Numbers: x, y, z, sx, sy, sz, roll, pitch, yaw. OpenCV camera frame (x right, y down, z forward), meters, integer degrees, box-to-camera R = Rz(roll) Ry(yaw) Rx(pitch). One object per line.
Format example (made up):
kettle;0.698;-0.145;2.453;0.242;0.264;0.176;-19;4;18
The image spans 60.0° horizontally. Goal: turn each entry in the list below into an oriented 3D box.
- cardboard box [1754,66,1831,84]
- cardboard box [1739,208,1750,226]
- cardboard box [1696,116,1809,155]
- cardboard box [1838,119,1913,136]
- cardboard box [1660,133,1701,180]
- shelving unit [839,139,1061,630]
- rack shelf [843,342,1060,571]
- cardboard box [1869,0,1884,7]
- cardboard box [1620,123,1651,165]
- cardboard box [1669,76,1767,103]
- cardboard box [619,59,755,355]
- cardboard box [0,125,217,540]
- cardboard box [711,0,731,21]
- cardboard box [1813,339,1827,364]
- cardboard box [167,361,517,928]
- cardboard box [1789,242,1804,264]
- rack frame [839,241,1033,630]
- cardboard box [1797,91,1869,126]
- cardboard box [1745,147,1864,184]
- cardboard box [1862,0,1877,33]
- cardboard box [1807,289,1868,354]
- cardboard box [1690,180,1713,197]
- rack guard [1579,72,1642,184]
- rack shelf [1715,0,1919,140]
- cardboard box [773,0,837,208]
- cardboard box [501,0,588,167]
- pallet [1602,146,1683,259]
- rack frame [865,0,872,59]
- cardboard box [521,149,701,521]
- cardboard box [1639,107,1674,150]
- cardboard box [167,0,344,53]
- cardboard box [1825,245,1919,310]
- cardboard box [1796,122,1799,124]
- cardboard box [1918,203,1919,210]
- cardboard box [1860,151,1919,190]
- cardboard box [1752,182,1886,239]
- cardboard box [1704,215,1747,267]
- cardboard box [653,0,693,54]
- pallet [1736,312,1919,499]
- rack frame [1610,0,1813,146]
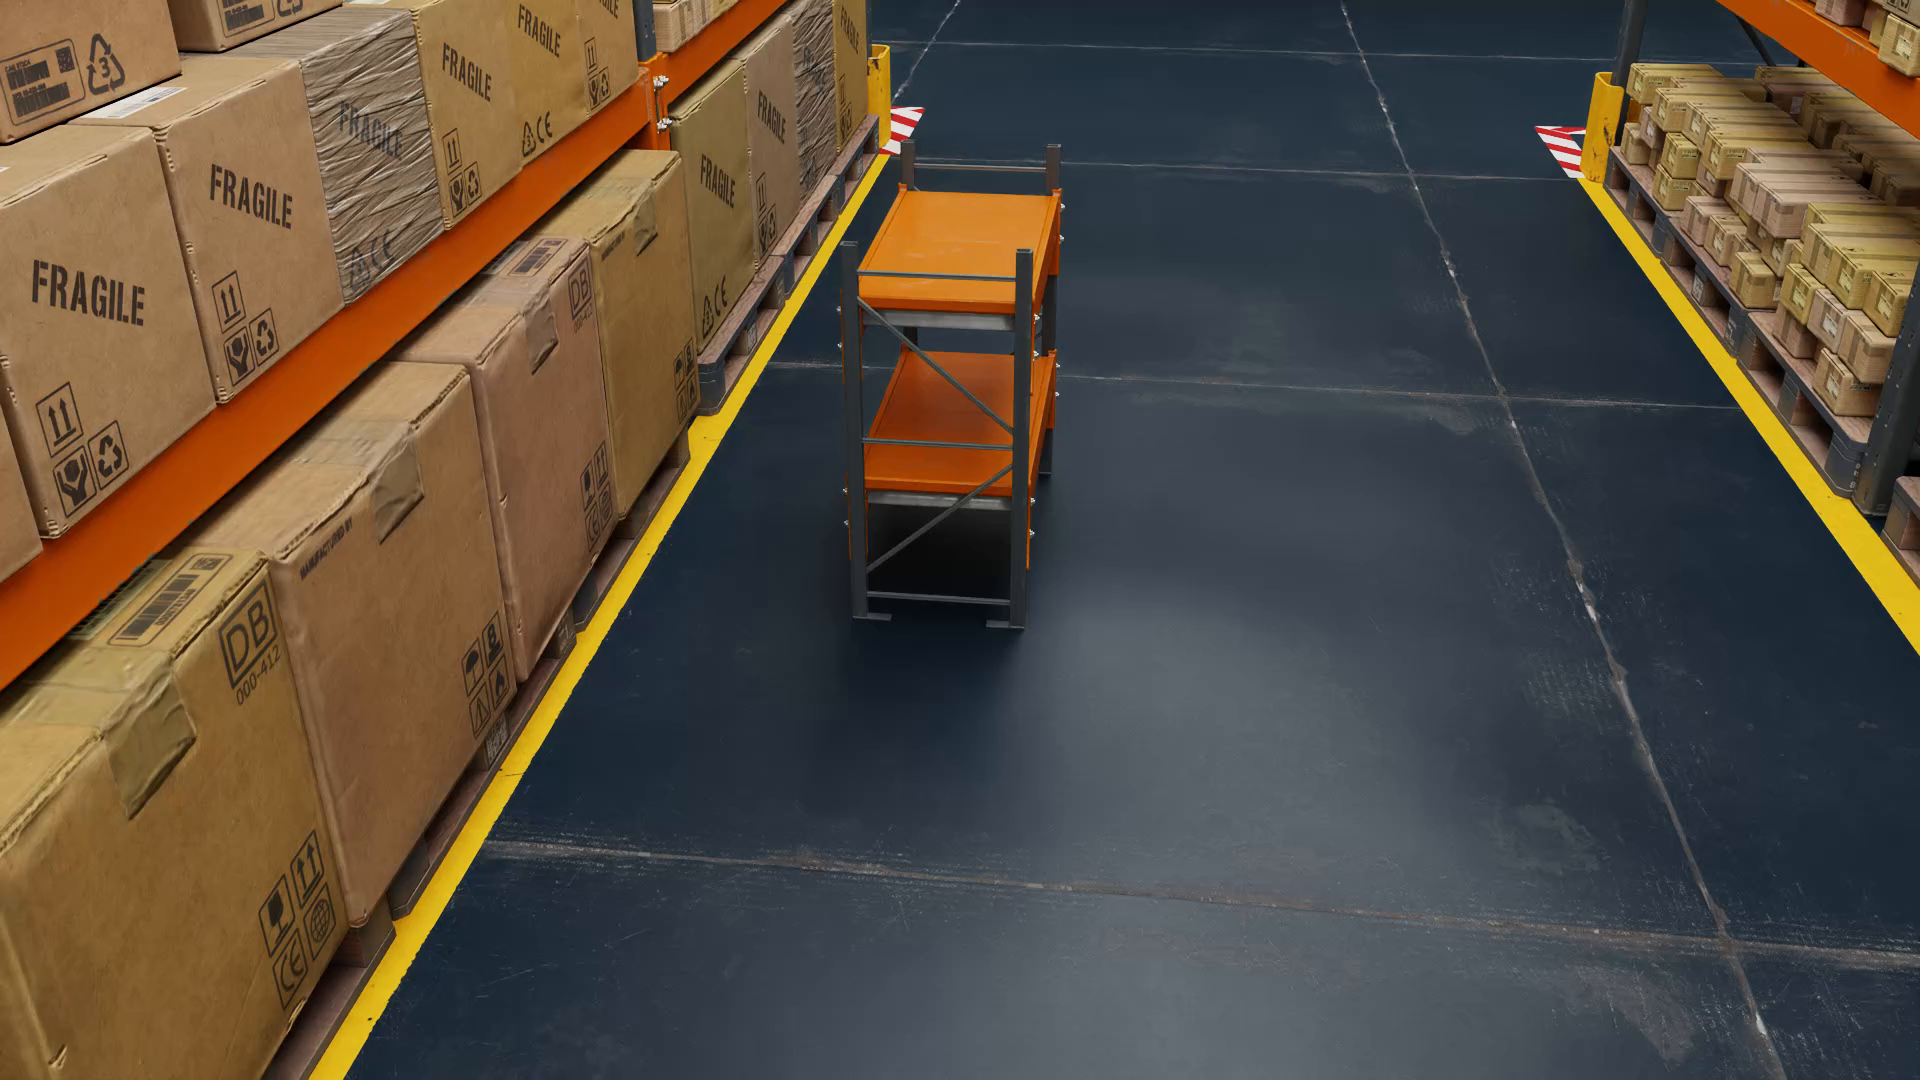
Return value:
cardboard box;4.104;-2.204;8.114;0.380;0.149;0.250;4;29;7
cardboard box;3.455;-1.357;6.856;0.380;0.149;0.250;5;29;9
cardboard box;3.452;-1.741;7.255;0.380;0.149;0.250;4;29;8
cardboard box;4.039;-1.712;7.200;0.380;0.149;0.250;4;29;8
cardboard box;3.428;-1.745;7.575;0.380;0.149;0.250;4;29;8
shelving unit;0.001;-0.498;4.989;0.538;1.125;1.048;3;28;6
rack shelf;0.001;-0.283;5.105;0.538;0.278;1.000;3;28;6
cardboard box;3.271;-2.056;5.486;0.500;0.500;0.500;3;28;5
cardboard box;3.536;-1.978;8.321;0.380;0.149;0.250;4;29;7
cardboard box;3.602;-2.104;7.929;0.380;0.149;0.250;4;29;7
cardboard box;-1.322;-1.284;6.269;0.875;0.875;0.875;3;28;6
cardboard box;-1.582;-0.346;2.624;0.500;0.500;0.500;3;28;5
cardboard box;-1.052;-1.986;6.038;0.380;0.149;0.250;4;29;8
cardboard box;3.252;-0.645;5.847;0.380;0.149;0.250;4;29;8
cardboard box;-1.751;0.162;3.585;1.225;0.875;0.875;3;29;6
cardboard box;3.315;-0.988;6.171;0.380;0.149;0.250;4;29;7
rack frame;-0.061;-0.259;4.545;0.500;1.125;0.032;3;28;6
cardboard box;4.111;-1.959;7.660;0.380;0.149;0.250;3;28;5
cardboard box;3.439;-1.496;6.800;0.380;0.149;0.250;3;29;6
cardboard box;3.345;-1.798;5.689;0.380;0.149;0.250;3;28;5
cardboard box;3.172;-0.749;5.726;0.380;0.149;0.250;2;28;4
cardboard box;3.485;-1.493;7.421;0.380;0.149;0.250;3;29;6
rack guard;3.908;-2.140;8.695;1.175;0.500;0.348;3;28;6
rack shelf;1.251;-2.810;6.507;5.958;1.845;4.006;3;28;6
cardboard box;-1.103;-2.127;7.833;0.875;0.875;0.875;3;28;6
cardboard box;-1.336;-1.304;4.403;0.500;0.500;0.500;4;29;8
pallet;3.774;-1.632;8.057;1.003;0.211;1.213;3;28;6
rack frame;-0.992;-3.612;8.791;1.000;3.000;0.127;3;28;6
cardboard box;-1.541;-0.676;5.139;1.225;0.875;0.875;3;29;6
cardboard box;3.509;-1.979;8.011;0.380;0.149;0.250;3;28;6
cardboard box;-1.709;-1.298;3.333;0.797;0.503;0.637;4;29;8
cardboard box;3.205;-0.890;5.675;0.380;0.149;0.250;4;29;7
cardboard box;4.051;-1.952;7.960;0.380;0.149;0.250;3;28;5
cardboard box;3.872;-1.222;6.292;0.380;0.149;0.250;4;29;7
cardboard box;3.892;-1.469;6.750;0.380;0.149;0.250;3;29;6
cardboard box;3.279;-1.258;6.358;0.380;0.149;0.250;2;28;4
cardboard box;3.360;-1.249;6.968;0.380;0.149;0.250;3;28;6
cardboard box;-1.116;-1.738;5.579;0.380;0.149;0.250;3;29;6
pallet;3.475;-0.484;5.925;1.003;0.211;1.213;3;28;6
rack frame;3.918;-3.276;8.168;1.000;3.000;0.127;3;28;6
